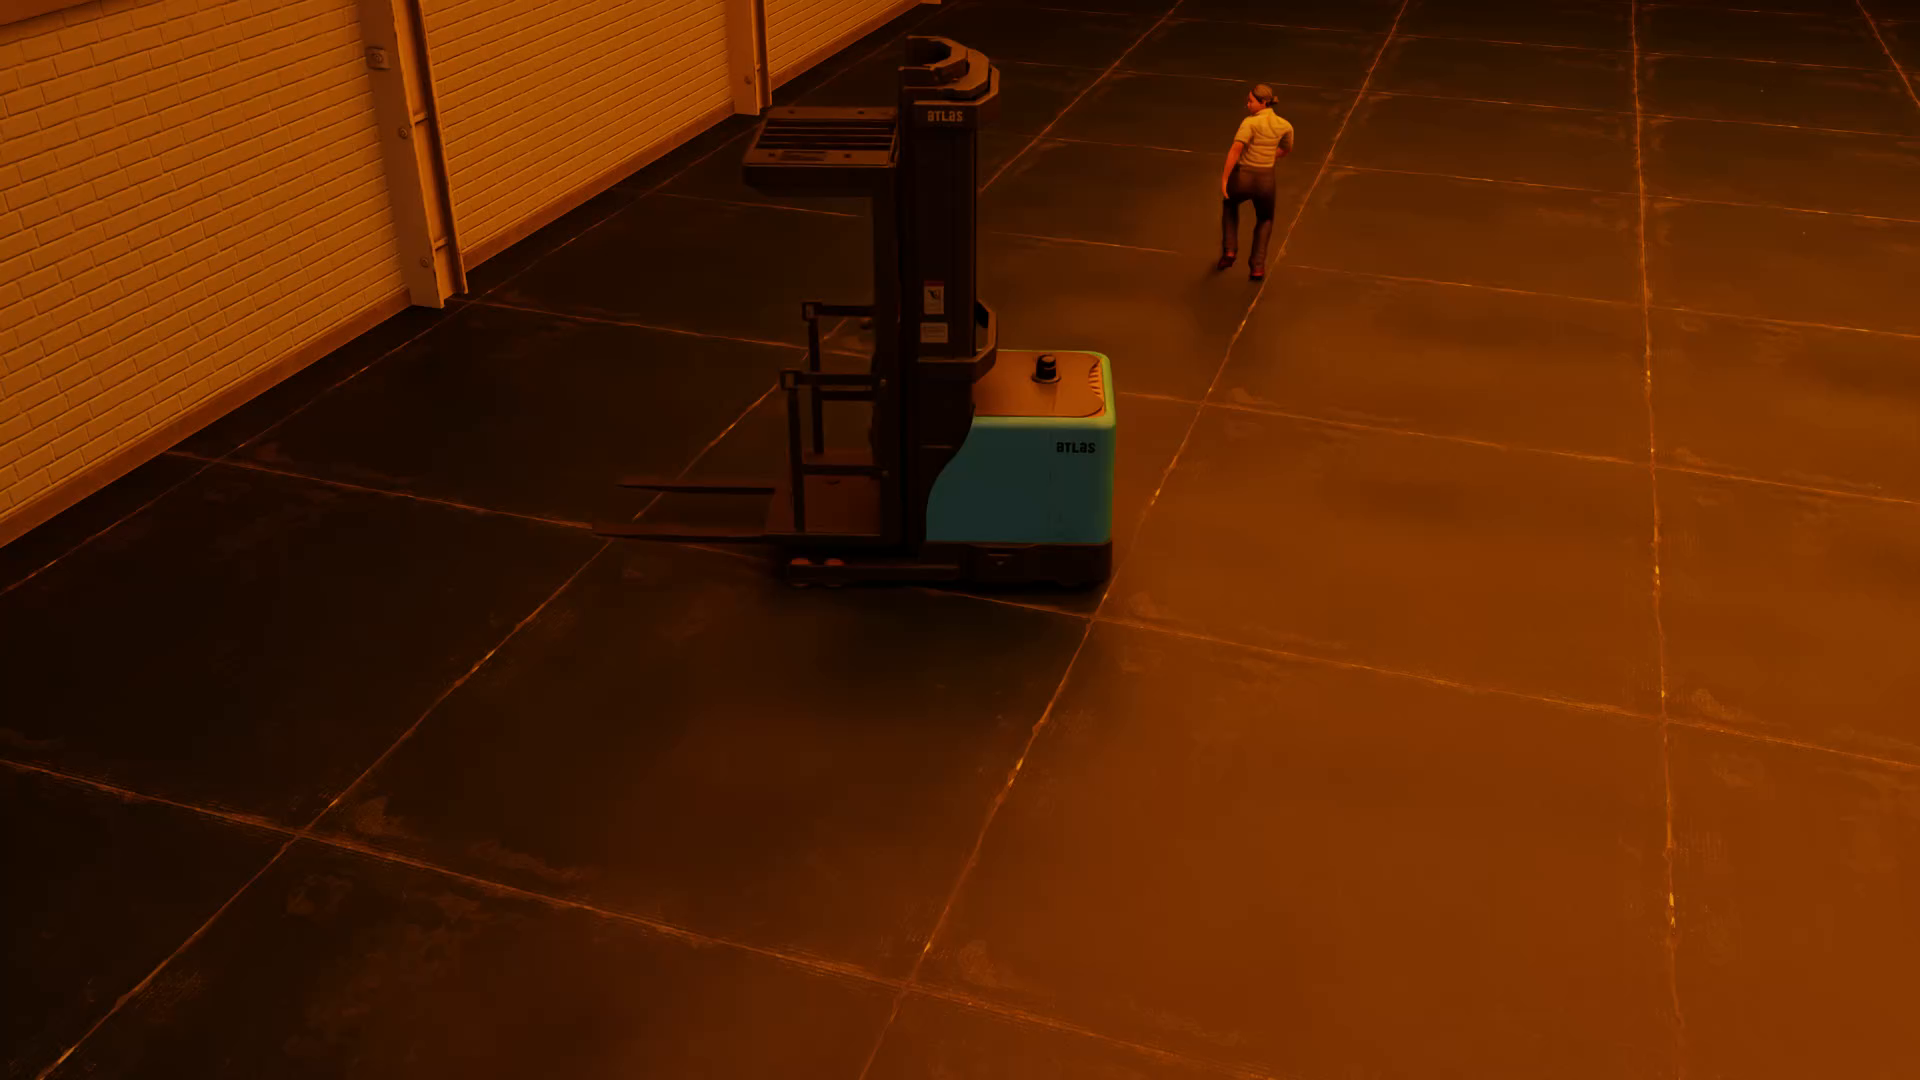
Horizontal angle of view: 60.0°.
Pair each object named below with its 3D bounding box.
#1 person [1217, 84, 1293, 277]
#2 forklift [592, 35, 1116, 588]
[{"bbox_3d":[2.413,-2.924,13.679,0.615,1.631,0.709,0,30,1],"label":"person"},{"bbox_3d":[-0.627,-1.258,9.344,3.031,2.935,1.130,1,30,2],"label":"forklift"}]
